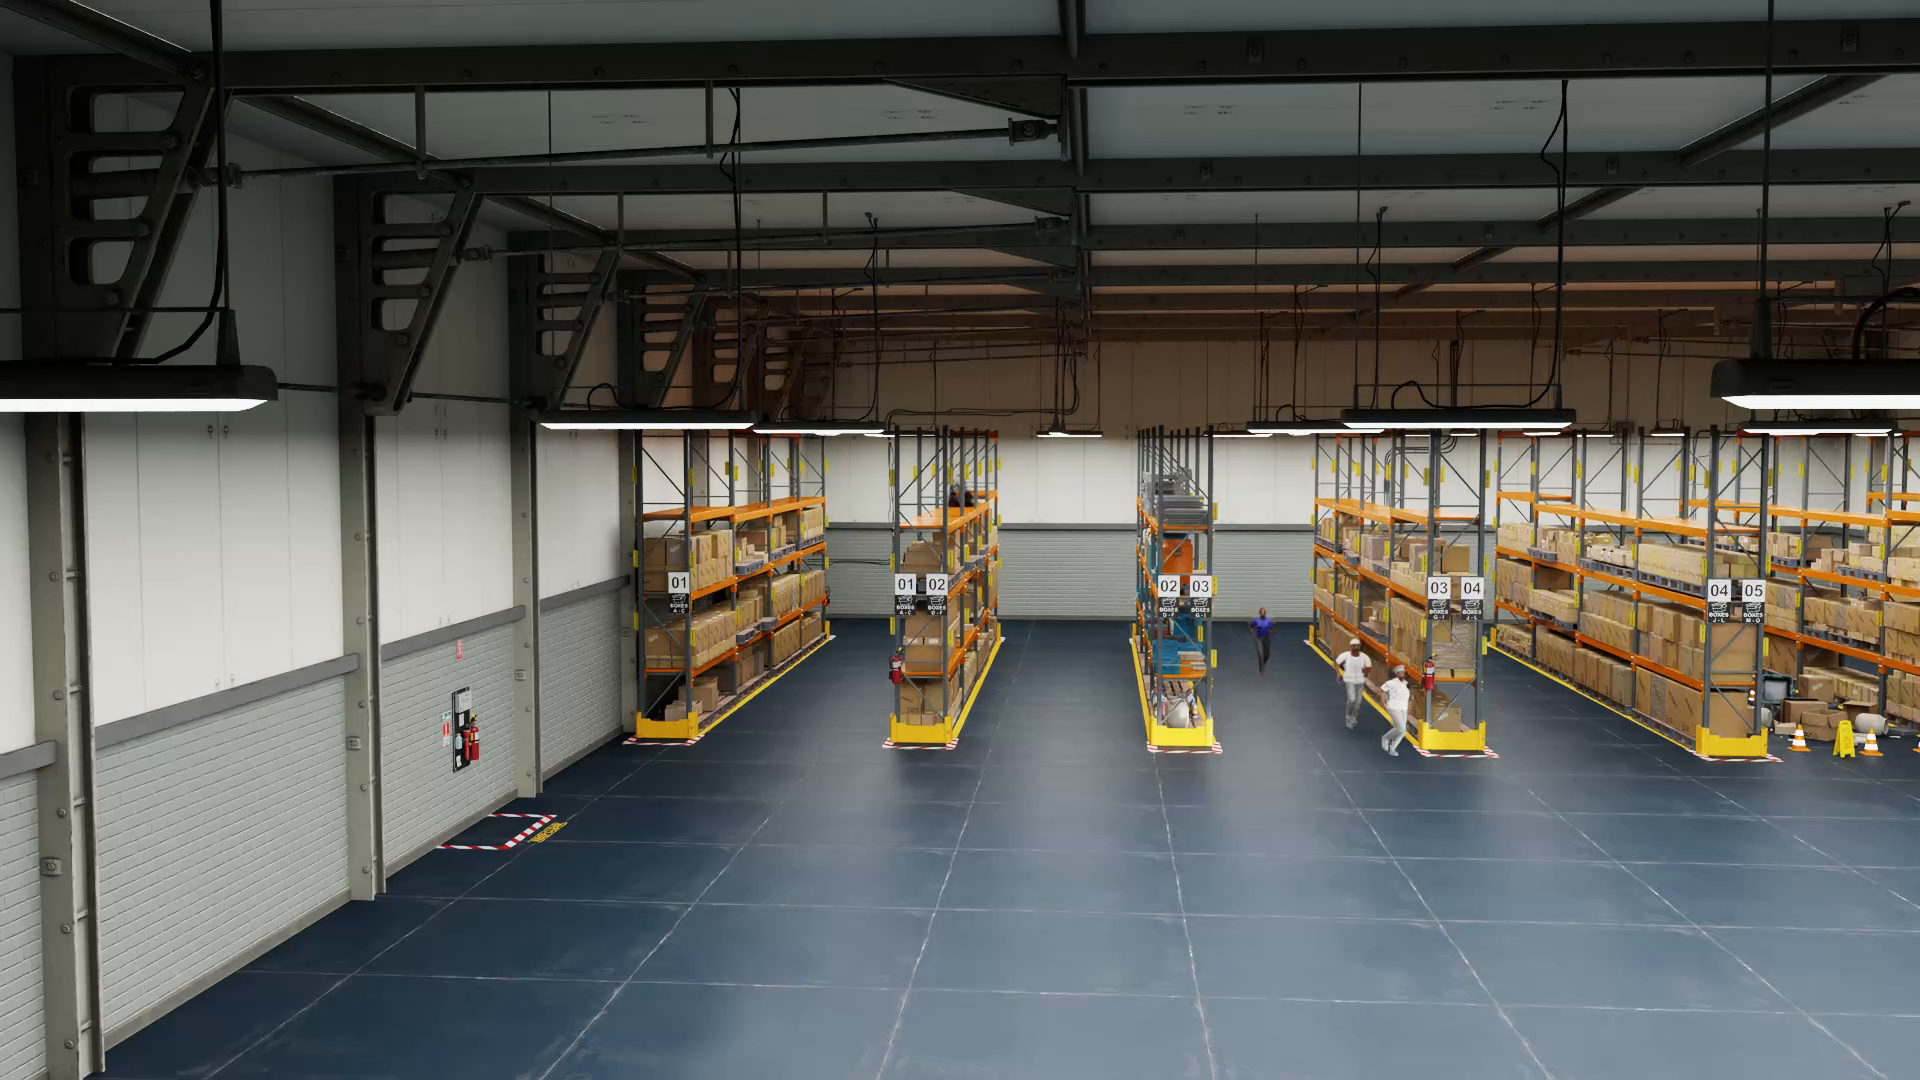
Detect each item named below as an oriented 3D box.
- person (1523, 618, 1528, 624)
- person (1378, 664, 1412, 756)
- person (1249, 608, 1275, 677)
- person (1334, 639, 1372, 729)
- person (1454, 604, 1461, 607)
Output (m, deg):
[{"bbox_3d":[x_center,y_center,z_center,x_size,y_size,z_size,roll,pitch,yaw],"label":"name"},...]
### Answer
[{"bbox_3d":[16.183,2.084,47.224,0.613,1.596,0.514,-3,5,-45],"label":"person"},{"bbox_3d":[7.994,3.088,30.246,0.620,1.646,0.505,-2,4,-32],"label":"person"},{"bbox_3d":[7.339,2.461,40.358,0.583,1.633,0.904,0,3,-4],"label":"person"},{"bbox_3d":[7.842,2.857,33.074,0.671,1.801,0.728,0,3,-3],"label":"person"},{"bbox_3d":[13.931,2.133,47.076,0.688,1.542,0.686,-3,4,-39],"label":"person"}]
